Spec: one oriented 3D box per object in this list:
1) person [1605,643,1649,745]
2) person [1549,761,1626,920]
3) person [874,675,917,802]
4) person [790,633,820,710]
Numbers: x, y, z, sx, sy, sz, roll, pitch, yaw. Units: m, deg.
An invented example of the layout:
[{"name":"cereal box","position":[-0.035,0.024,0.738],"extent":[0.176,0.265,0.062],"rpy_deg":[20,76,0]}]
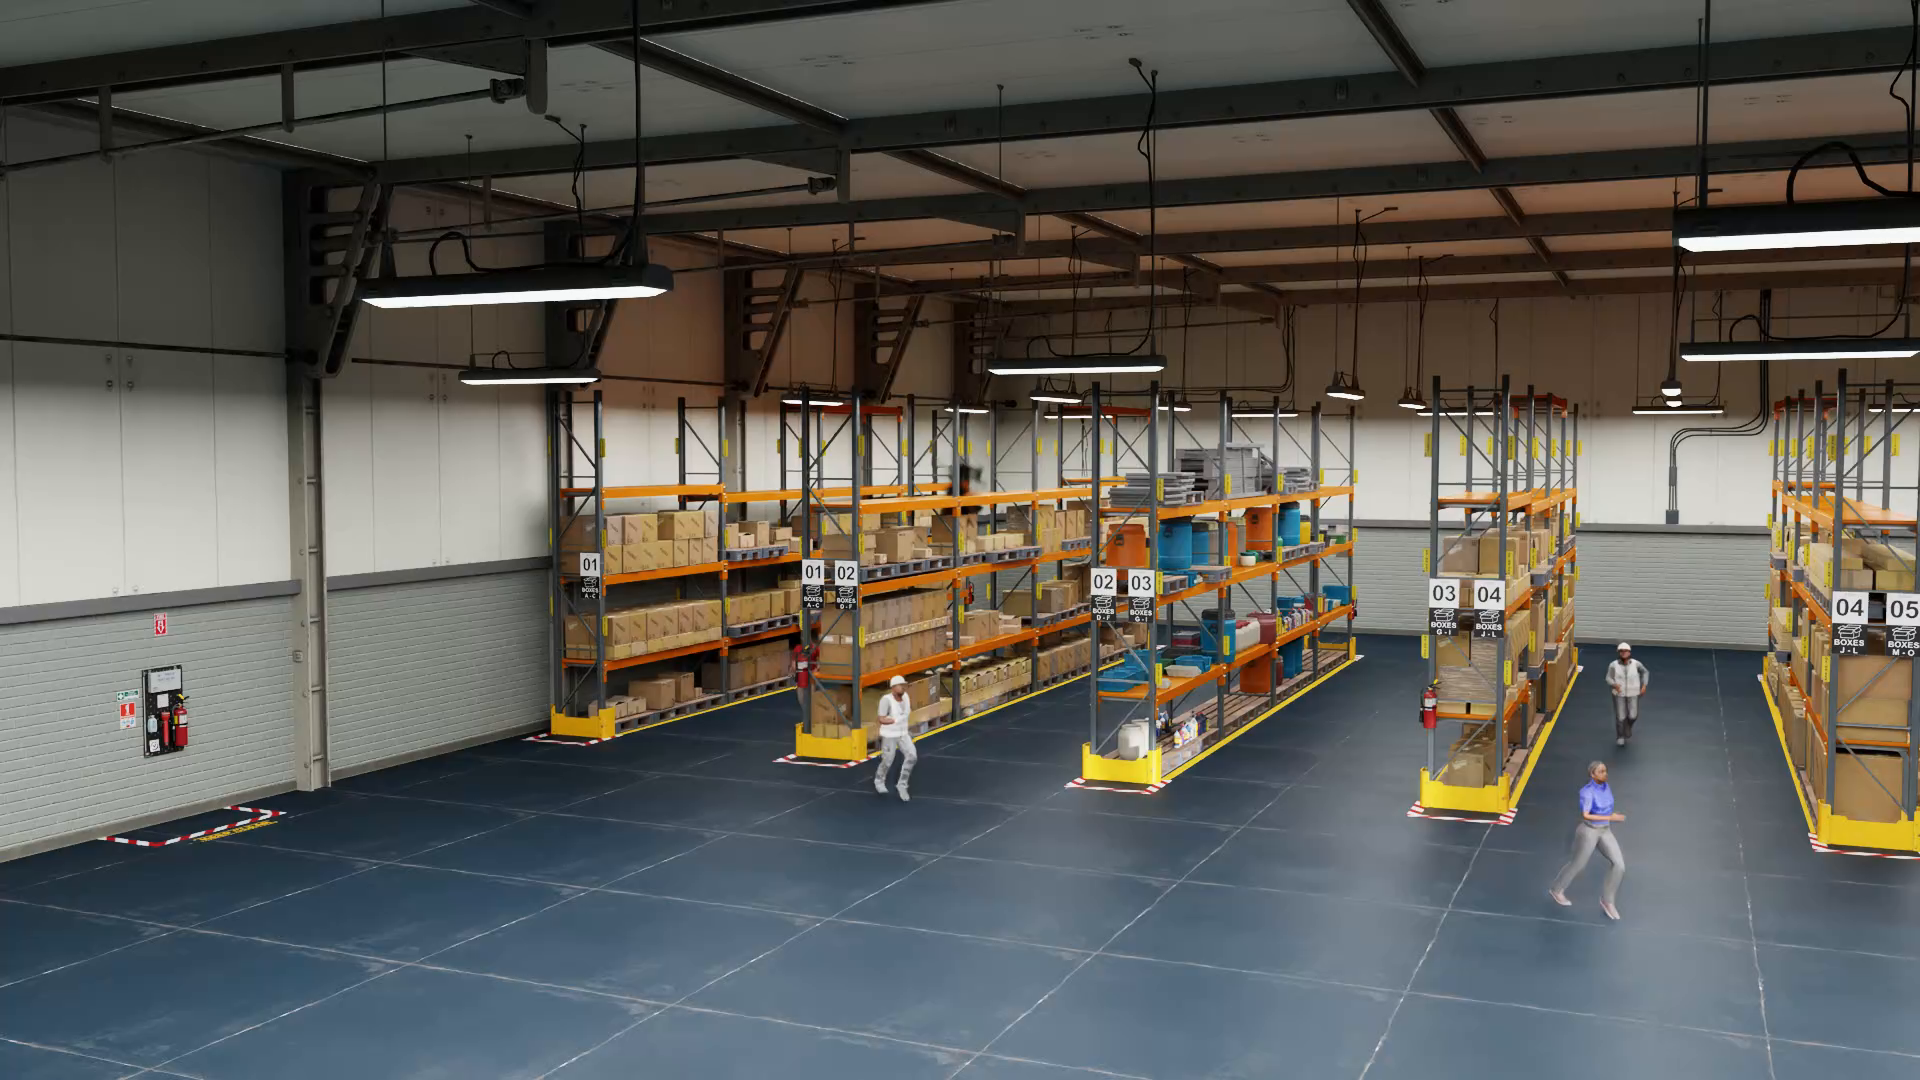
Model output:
[{"name":"person","position":[11.196,2.596,27.925],"extent":[0.679,1.731,0.681],"rpy_deg":[1,3,22]},{"name":"person","position":[6.796,3.241,17.858],"extent":[0.584,1.607,0.885],"rpy_deg":[-2,4,-29]},{"name":"person","position":[-0.930,2.808,23.678],"extent":[0.713,1.796,0.849],"rpy_deg":[-3,4,-42]},{"name":"person","position":[-2.780,2.482,29.903],"extent":[0.638,1.681,0.586],"rpy_deg":[1,3,22]}]
